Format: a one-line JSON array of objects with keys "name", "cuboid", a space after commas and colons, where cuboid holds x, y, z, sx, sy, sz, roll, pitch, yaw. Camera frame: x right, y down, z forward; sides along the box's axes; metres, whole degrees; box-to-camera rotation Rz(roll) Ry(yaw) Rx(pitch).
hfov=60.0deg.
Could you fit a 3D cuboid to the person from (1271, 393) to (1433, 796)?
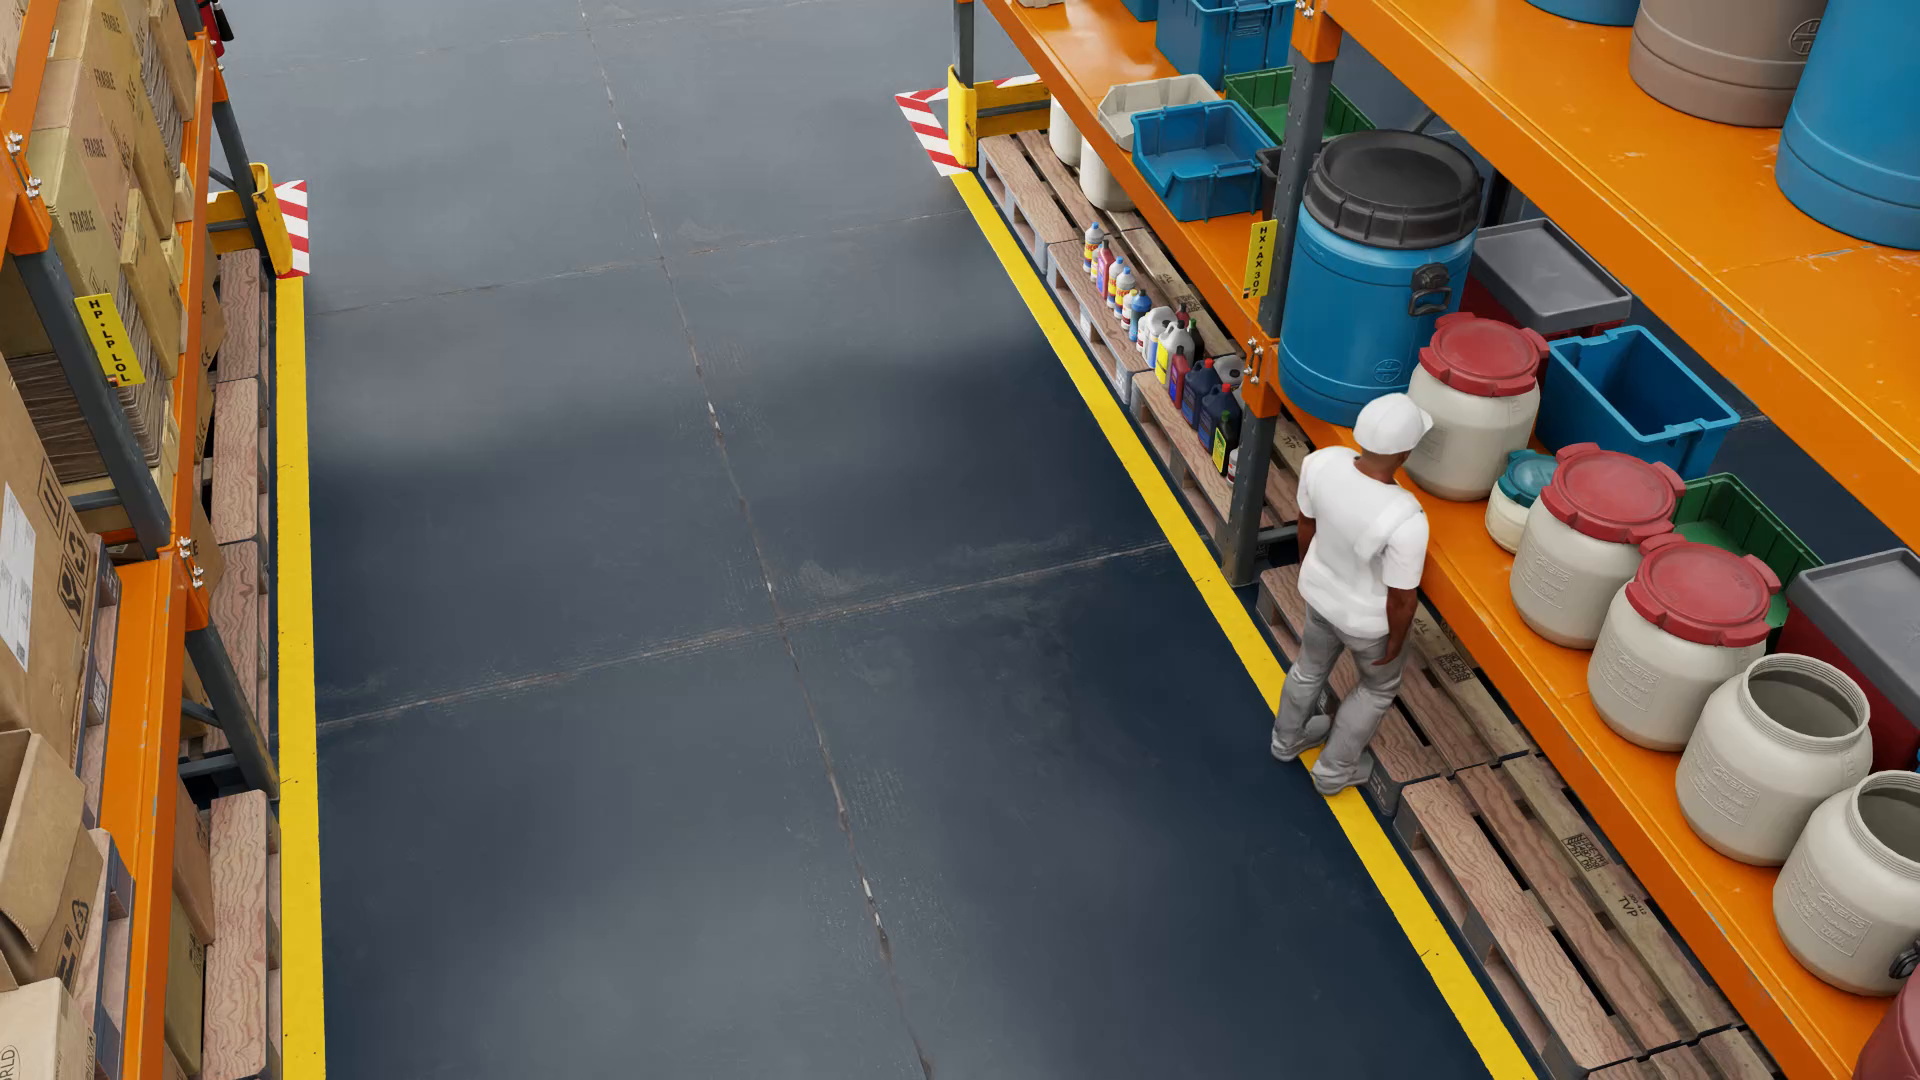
[{"name": "person", "cuboid": [1.401, 0.206, 5.914, 0.360, 1.765, 0.565, -23, 47, -23]}]
